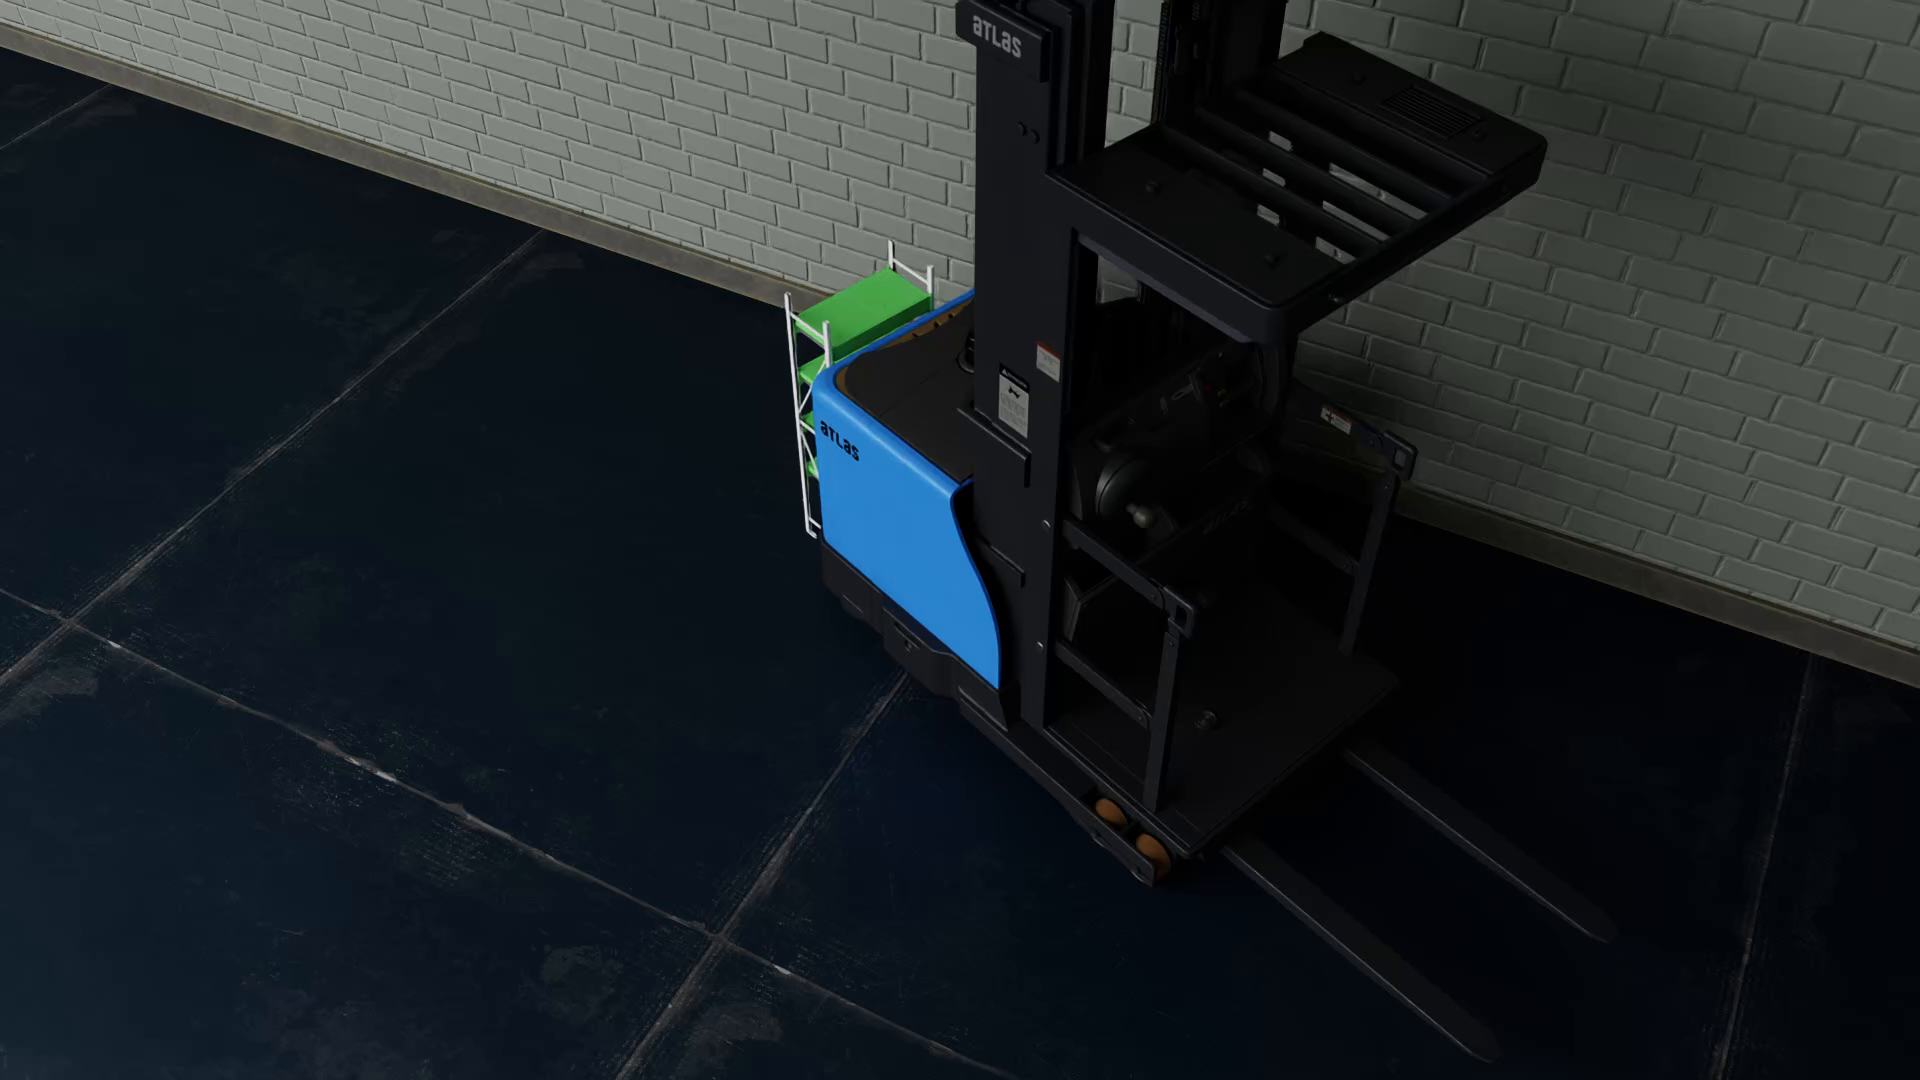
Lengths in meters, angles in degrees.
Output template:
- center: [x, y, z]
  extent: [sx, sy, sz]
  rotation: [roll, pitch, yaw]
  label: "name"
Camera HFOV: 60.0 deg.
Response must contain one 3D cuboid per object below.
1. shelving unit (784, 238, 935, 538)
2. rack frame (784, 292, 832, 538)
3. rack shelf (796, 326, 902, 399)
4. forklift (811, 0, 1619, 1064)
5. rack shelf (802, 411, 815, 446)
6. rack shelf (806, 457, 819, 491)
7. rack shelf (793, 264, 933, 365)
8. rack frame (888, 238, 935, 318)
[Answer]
- center: [-0.361, -0.515, 6.416]
  extent: [0.503, 1.200, 0.258]
  rotation: [-33, 54, -28]
  label: "shelving unit"
- center: [-0.542, -0.399, 6.301]
  extent: [0.015, 1.200, 0.240]
  rotation: [-33, 54, -28]
  label: "rack frame"
- center: [-0.361, -0.639, 6.290]
  extent: [0.480, 0.148, 0.258]
  rotation: [-33, 54, -28]
  label: "rack shelf"
- center: [0.816, -0.289, 4.975]
  extent: [1.130, 2.935, 3.031]
  rotation: [-32, 54, -28]
  label: "forklift"
- center: [-0.361, -0.470, 6.461]
  extent: [0.480, 0.148, 0.258]
  rotation: [-33, 54, -28]
  label: "rack shelf"
- center: [-0.361, -0.302, 6.632]
  extent: [0.480, 0.148, 0.258]
  rotation: [-33, 54, -28]
  label: "rack shelf"
- center: [-0.361, -0.808, 6.120]
  extent: [0.480, 0.148, 0.258]
  rotation: [-33, 54, -28]
  label: "rack shelf"
- center: [-0.180, -0.632, 6.531]
  extent: [0.015, 1.200, 0.240]
  rotation: [-33, 54, -28]
  label: "rack frame"
